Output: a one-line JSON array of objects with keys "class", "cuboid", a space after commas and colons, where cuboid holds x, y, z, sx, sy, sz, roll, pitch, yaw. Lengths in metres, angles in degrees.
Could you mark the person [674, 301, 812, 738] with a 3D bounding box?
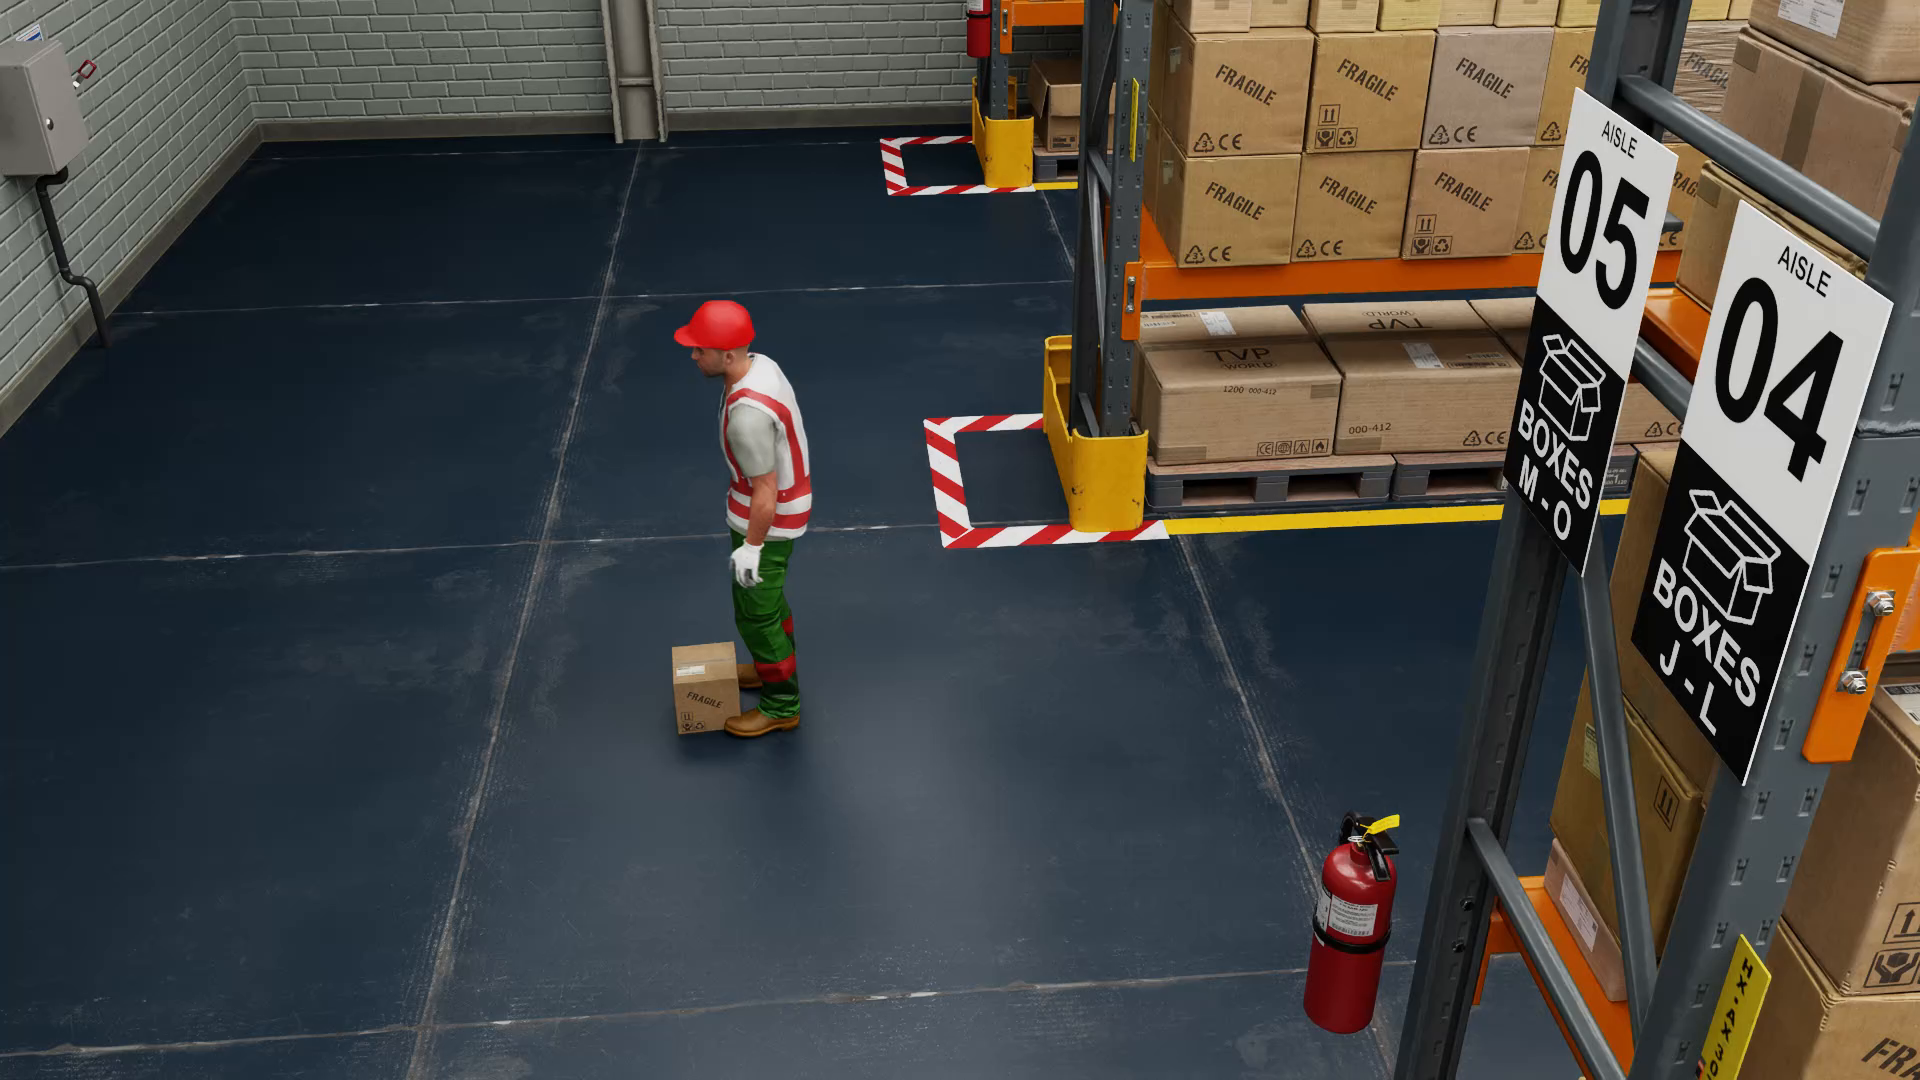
[{"class": "person", "cuboid": [-0.779, -0.081, 6.255, 0.453, 1.778, 0.605, -3, 31, -5]}]
